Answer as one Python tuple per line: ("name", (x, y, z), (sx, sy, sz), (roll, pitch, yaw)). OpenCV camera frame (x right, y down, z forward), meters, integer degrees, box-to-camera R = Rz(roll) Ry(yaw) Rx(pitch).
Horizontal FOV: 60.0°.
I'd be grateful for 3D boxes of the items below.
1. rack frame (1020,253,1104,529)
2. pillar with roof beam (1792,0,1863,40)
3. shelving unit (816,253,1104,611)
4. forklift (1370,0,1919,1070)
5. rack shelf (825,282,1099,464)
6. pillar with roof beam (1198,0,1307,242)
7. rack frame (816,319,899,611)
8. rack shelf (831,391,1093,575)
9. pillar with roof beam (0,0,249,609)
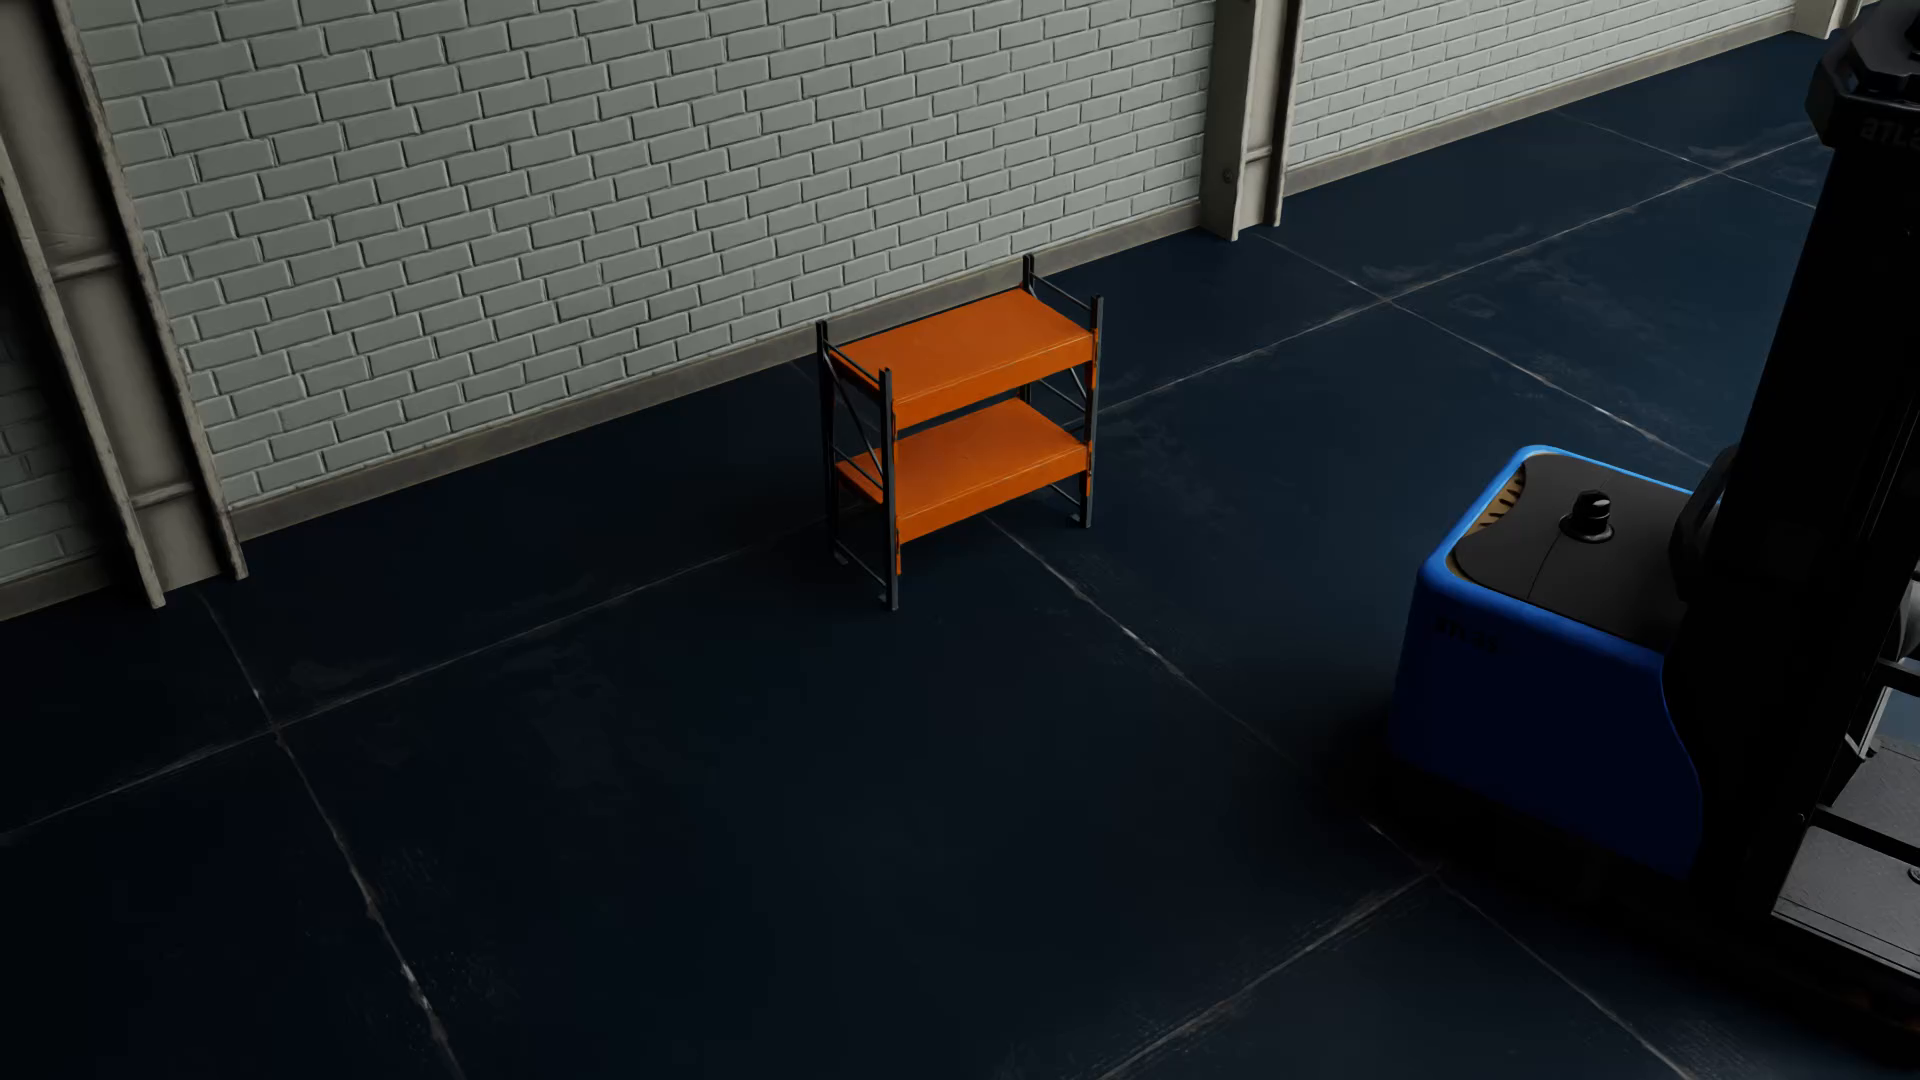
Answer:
("rack frame", (0.421, -0.630, 7.162), (0.032, 1.125, 0.500), (-22, 41, -28))
("pillar with roof beam", (9.032, -5.489, 7.174), (0.400, 9.000, 9.100), (-22, 41, -28))
("shelving unit", (0.006, -0.459, 6.925), (1.048, 1.125, 0.538), (-22, 41, -28))
("forklift", (2.942, 0.052, 4.667), (3.031, 2.935, 1.130), (23, 42, 28))
("rack shelf", (0.006, -0.697, 6.754), (1.000, 0.278, 0.538), (-22, 41, -28))
("pillar with roof beam", (4.127, -3.471, 4.368), (0.400, 9.000, 9.100), (-22, 41, -28))
("rack frame", (-0.410, -0.288, 6.687), (0.032, 1.125, 0.500), (-22, 41, -28))
("rack shelf", (0.006, -0.260, 7.067), (1.000, 0.278, 0.538), (-22, 41, -28))
("pillar with roof beam", (-0.777, -1.452, 1.562), (0.400, 9.000, 9.100), (-22, 41, -28))
